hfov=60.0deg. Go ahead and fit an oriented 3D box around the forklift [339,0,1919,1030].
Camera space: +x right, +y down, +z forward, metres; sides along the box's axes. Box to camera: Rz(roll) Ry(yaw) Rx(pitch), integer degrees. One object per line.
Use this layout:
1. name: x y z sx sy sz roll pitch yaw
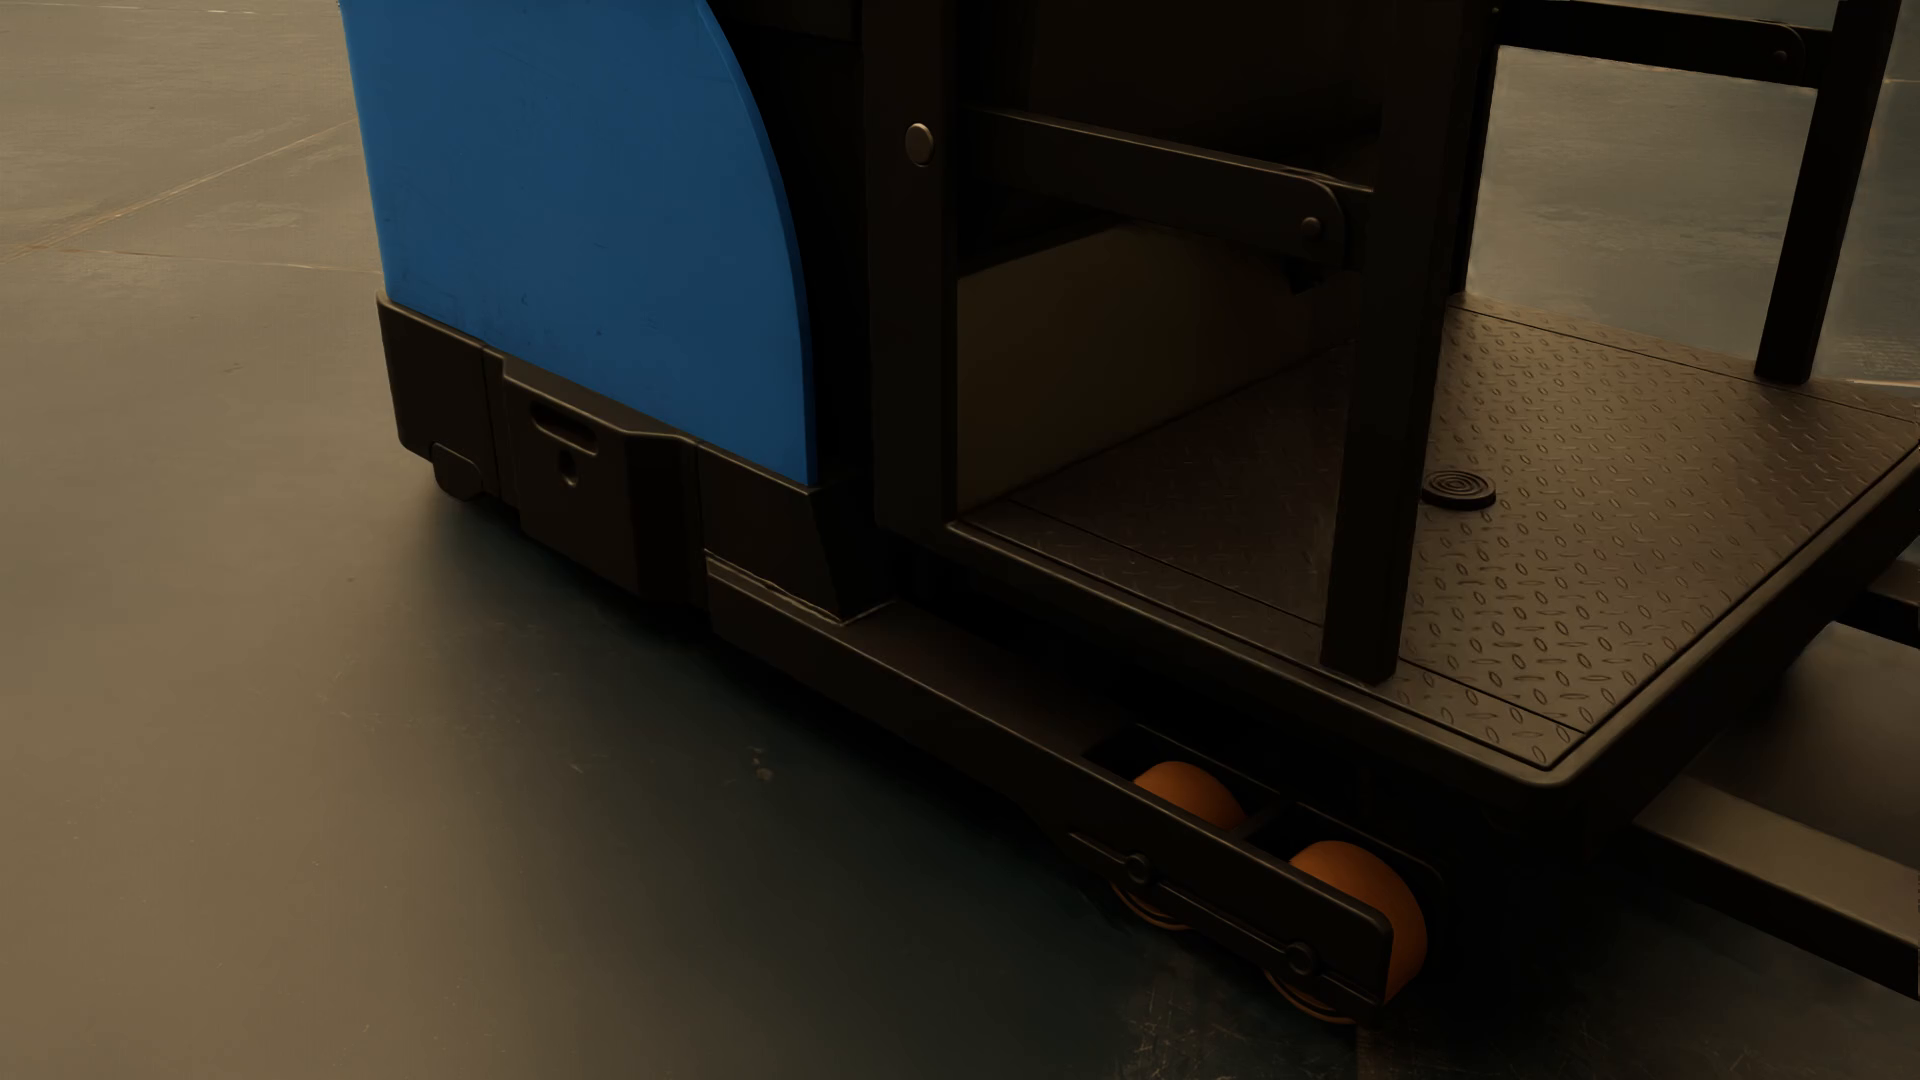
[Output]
1. forklift: 0.505 -1.115 1.456 3.031 2.935 1.130 24 35 38
